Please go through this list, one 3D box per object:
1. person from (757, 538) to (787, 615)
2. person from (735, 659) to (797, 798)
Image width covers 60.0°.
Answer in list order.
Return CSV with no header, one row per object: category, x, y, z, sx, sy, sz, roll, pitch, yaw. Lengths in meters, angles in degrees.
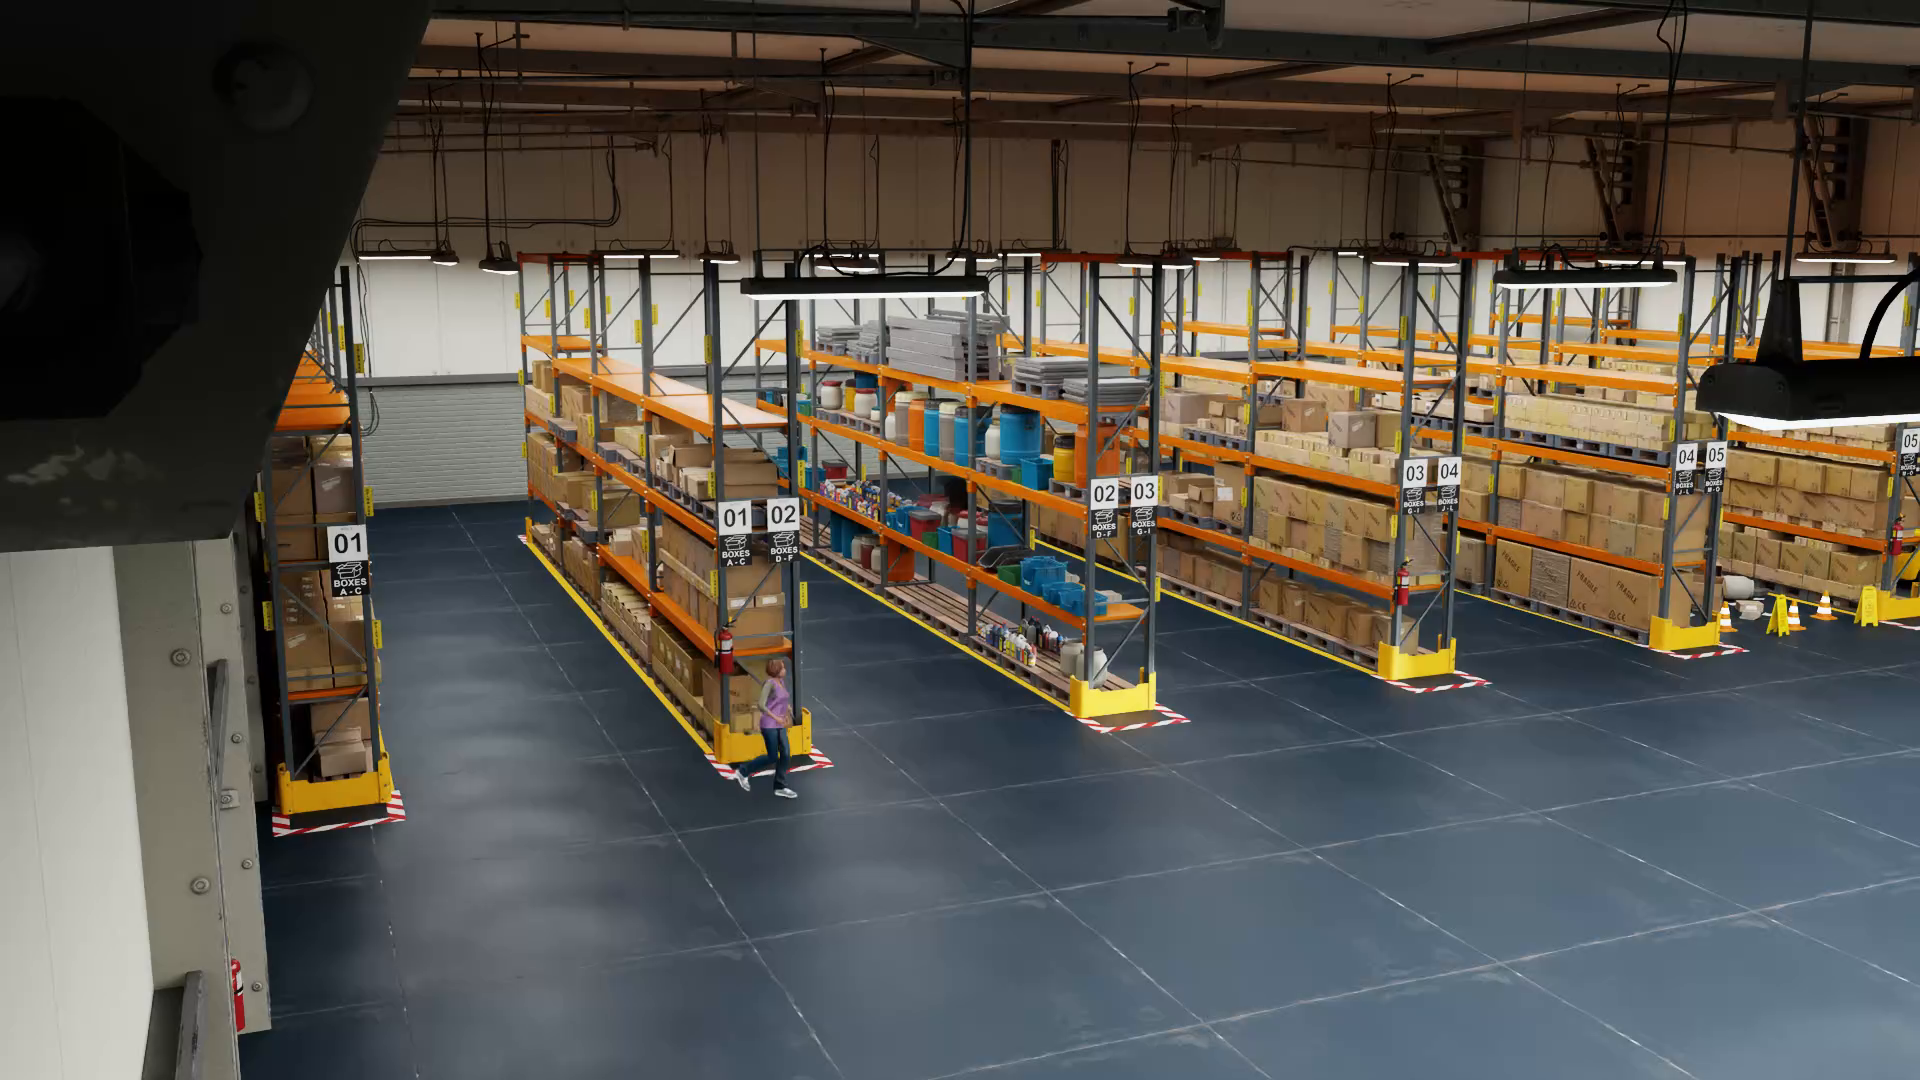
person,-3.085,0.315,27.209,0.600,1.724,0.852,-7,13,-35
person,-2.172,2.133,19.073,0.716,1.569,0.587,2,11,13
